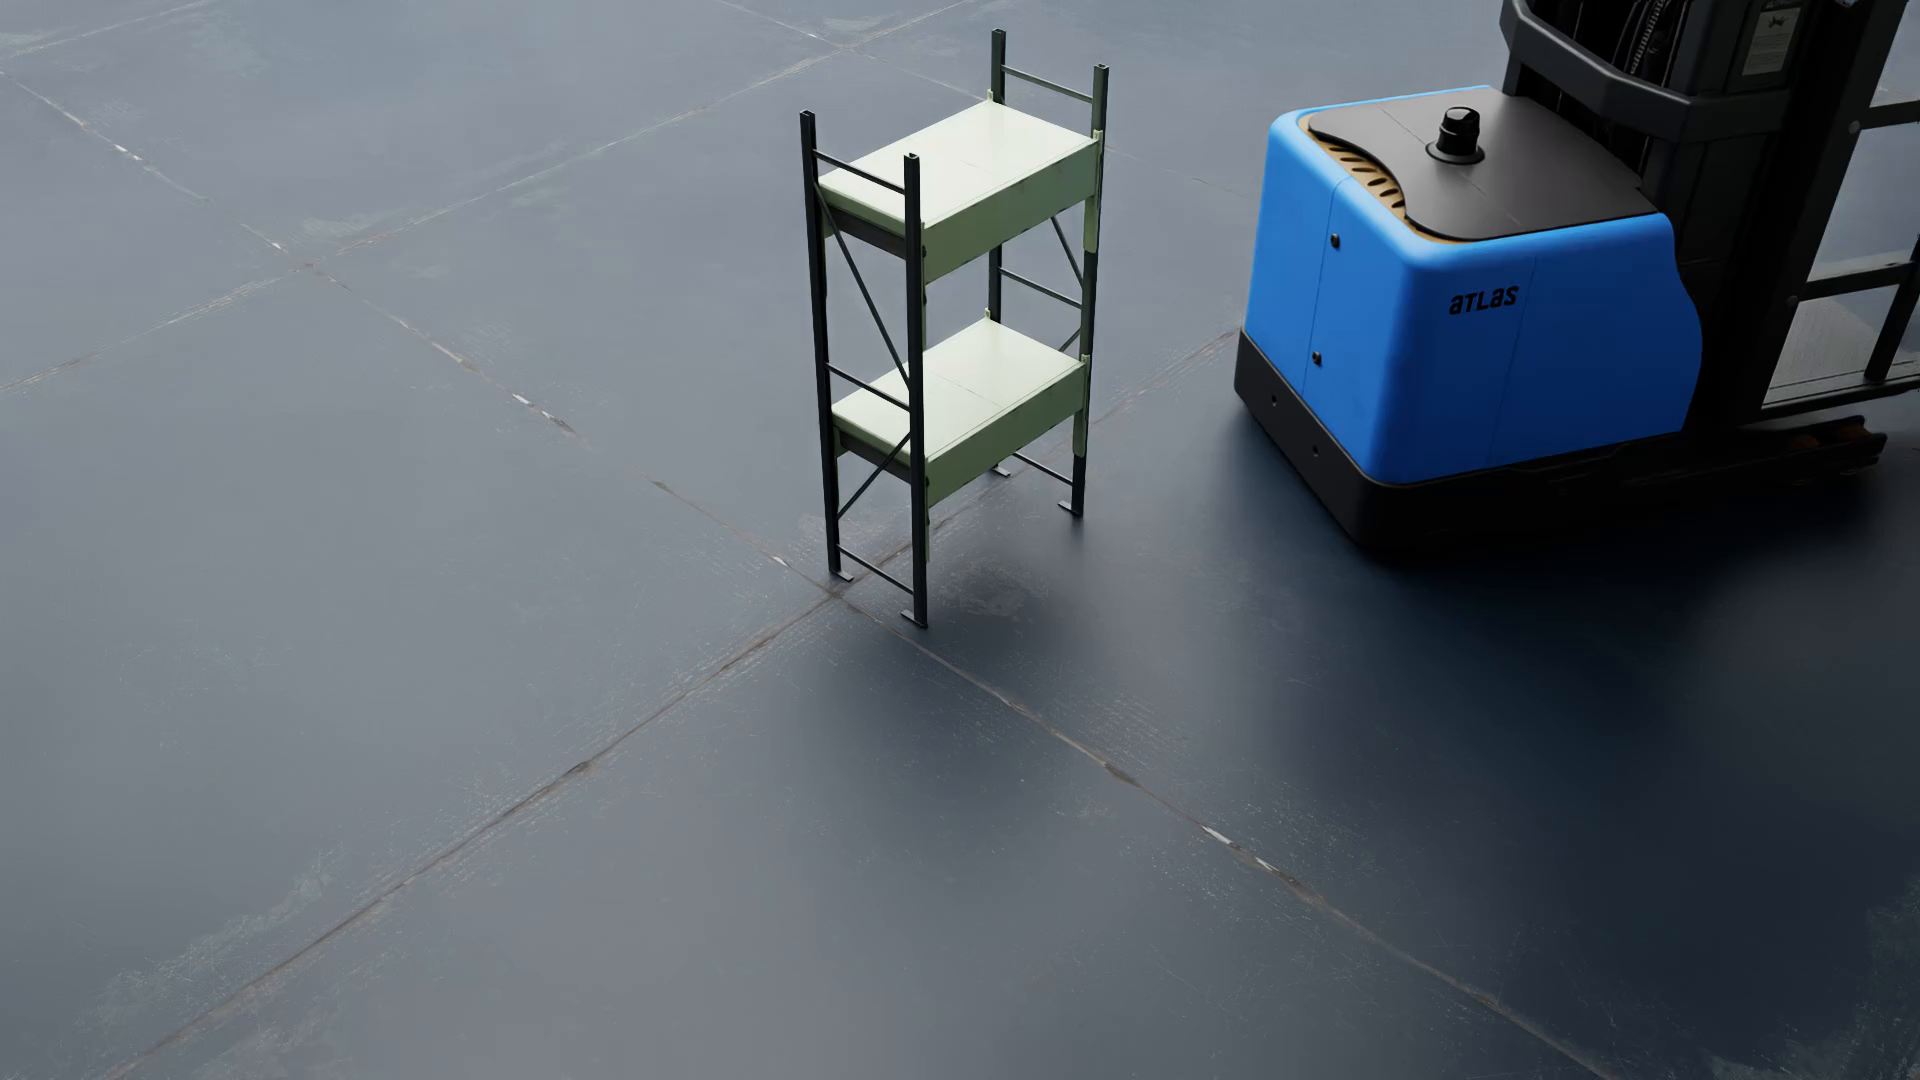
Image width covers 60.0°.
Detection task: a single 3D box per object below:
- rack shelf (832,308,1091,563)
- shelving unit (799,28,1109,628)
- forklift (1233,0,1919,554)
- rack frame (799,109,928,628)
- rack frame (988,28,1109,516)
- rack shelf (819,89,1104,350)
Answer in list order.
[{"bbox_3d":[-0.004,-0.329,4.982,0.431,0.370,0.720,30,47,32],"label":"rack shelf"},{"bbox_3d":[-0.004,-0.584,4.779,0.431,1.500,0.755,30,47,32],"label":"shelving unit"},{"bbox_3d":[2.530,-1.631,4.947,3.031,2.935,1.130,-11,40,-13],"label":"forklift"},{"bbox_3d":[-0.251,-0.416,4.568,0.400,1.500,0.023,30,47,32],"label":"rack frame"},{"bbox_3d":[0.242,-0.752,4.991,0.400,1.500,0.023,30,47,32],"label":"rack frame"},{"bbox_3d":[-0.004,-0.889,4.536,0.431,0.370,0.720,30,47,32],"label":"rack shelf"}]
